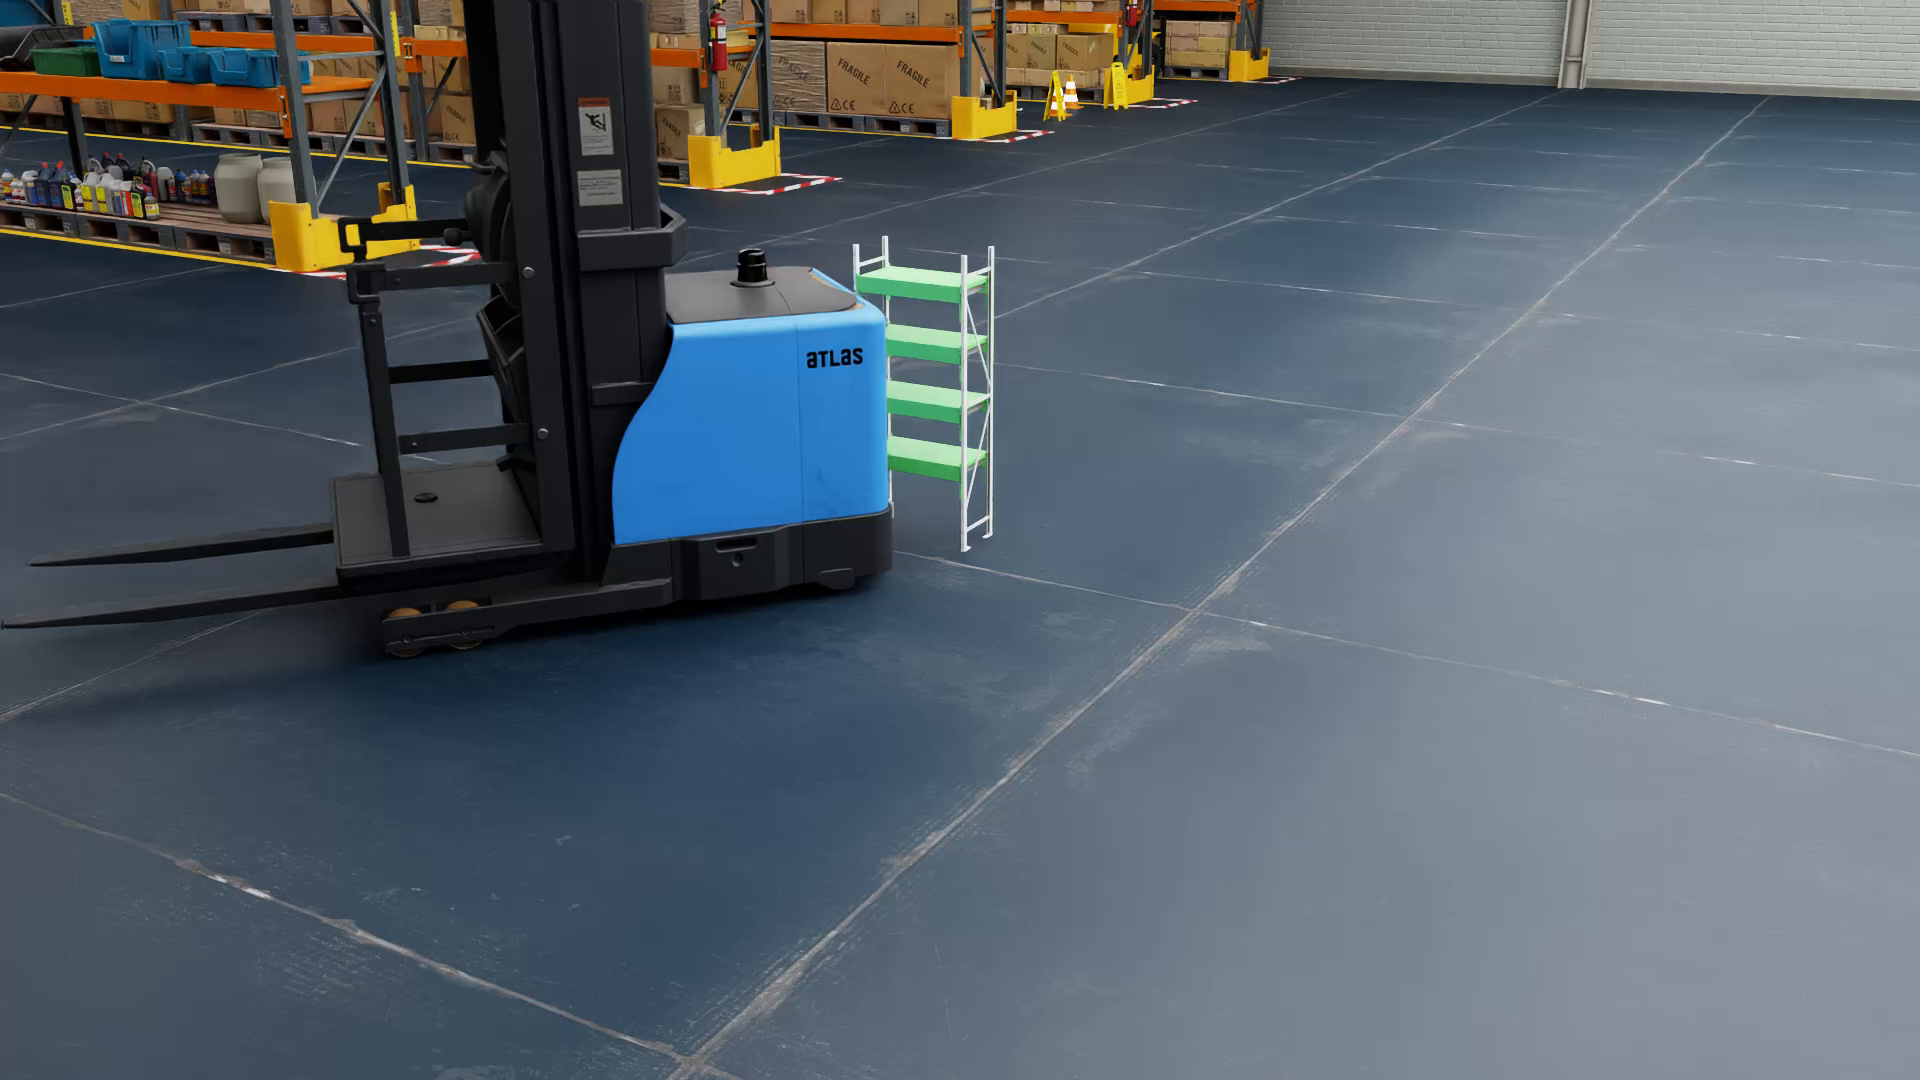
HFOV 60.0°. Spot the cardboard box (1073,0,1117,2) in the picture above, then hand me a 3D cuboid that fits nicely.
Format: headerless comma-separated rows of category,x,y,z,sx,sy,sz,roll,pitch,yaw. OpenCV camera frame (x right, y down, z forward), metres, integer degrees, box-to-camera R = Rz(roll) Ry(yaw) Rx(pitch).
cardboard box,2.007,-8.217,24.535,0.500,0.500,0.500,10,22,26

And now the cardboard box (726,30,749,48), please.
cardboard box,-2.350,-5.072,16.816,0.250,0.149,0.380,11,23,27

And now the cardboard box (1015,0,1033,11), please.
cardboard box,1.034,-8.094,25.147,0.250,0.149,0.380,11,22,27

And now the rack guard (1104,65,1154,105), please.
rack guard,2.549,-6.859,25.041,0.348,0.500,1.175,11,23,27

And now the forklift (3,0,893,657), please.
forklift,-1.829,-1.176,5.808,3.031,2.935,1.130,-7,21,-19

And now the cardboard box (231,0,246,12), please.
cardboard box,-8.175,-6.505,19.637,0.500,0.500,0.700,15,25,35

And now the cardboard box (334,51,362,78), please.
cardboard box,-9.208,-7.260,25.529,0.500,0.500,0.500,12,23,30

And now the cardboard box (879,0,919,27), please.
cardboard box,-0.547,-6.735,20.813,0.550,0.550,0.875,11,23,27

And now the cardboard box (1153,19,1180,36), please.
cardboard box,3.585,-9.022,29.289,0.500,0.250,0.500,11,23,28

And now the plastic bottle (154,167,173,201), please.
plastic bottle,-6.833,-3.053,14.233,0.135,0.276,0.152,11,23,28

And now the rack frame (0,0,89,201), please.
rack frame,-8.125,-4.262,14.216,0.127,3.000,1.000,11,23,27

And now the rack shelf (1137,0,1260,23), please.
rack shelf,3.287,-9.494,29.695,4.000,0.370,1.077,11,23,27

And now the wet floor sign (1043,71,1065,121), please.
wet floor sign,1.280,-6.009,22.484,0.232,0.644,0.267,7,21,18

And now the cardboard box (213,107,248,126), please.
cardboard box,-8.607,-5.328,20.175,0.500,0.500,0.700,10,22,24

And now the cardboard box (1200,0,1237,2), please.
cardboard box,4.475,-9.550,28.648,0.500,0.500,0.500,10,22,26

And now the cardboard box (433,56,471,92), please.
cardboard box,-7.397,-6.915,24.580,0.500,0.500,0.500,11,23,27

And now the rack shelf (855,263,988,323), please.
rack shelf,-0.145,-0.983,6.595,0.480,0.148,0.258,11,23,27

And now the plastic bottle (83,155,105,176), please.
plastic bottle,-7.493,-3.159,14.415,0.185,0.351,0.144,11,23,27

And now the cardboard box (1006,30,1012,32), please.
cardboard box,0.662,-7.757,26.167,0.500,0.500,0.500,12,23,30

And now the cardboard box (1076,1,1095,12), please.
cardboard box,1.909,-7.911,24.644,0.250,0.149,0.380,10,22,27

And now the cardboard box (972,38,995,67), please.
cardboard box,0.432,-7.593,25.716,0.500,0.500,0.500,12,23,30

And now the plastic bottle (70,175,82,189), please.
plastic bottle,-7.311,-2.884,13.772,0.097,0.271,0.097,0,20,0

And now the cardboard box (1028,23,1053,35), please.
cardboard box,1.218,-7.723,25.123,0.250,0.149,0.380,11,23,28

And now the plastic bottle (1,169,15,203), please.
plastic bottle,-8.061,-3.003,14.100,0.097,0.271,0.097,0,20,0

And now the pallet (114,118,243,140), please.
pallet,-9.853,-5.244,21.013,1.213,0.211,1.003,11,23,27

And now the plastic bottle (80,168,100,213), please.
plastic bottle,-7.087,-2.864,13.600,0.185,0.351,0.144,11,22,27

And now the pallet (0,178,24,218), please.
pallet,-8.830,-3.070,15.019,1.213,0.211,1.003,11,23,27

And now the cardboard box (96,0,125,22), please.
cardboard box,-10.186,-6.542,20.354,0.500,0.500,0.500,11,22,27

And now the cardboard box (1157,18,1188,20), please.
cardboard box,3.836,-9.179,29.722,0.500,0.250,0.500,11,22,27

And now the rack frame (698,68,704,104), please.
rack frame,-3.202,-7.196,22.305,0.127,3.000,1.000,11,23,27

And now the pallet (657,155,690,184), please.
pallet,-2.976,-3.919,17.358,1.213,0.211,1.003,11,23,27

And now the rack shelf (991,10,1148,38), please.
rack shelf,0.869,-8.016,25.619,4.000,0.370,1.077,11,23,27

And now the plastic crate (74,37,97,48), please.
plastic crate,-7.027,-4.089,13.956,0.616,0.251,0.499,11,23,27

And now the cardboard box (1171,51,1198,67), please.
cardboard box,4.039,-8.474,29.244,0.500,0.250,0.500,11,23,27

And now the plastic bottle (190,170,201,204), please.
plastic bottle,-6.450,-2.989,14.062,0.097,0.271,0.097,0,20,0

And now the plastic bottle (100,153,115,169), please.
plastic bottle,-7.422,-3.202,14.534,0.185,0.351,0.144,10,22,26

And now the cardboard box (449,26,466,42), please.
cardboard box,-5.225,-5.414,17.761,0.250,0.149,0.380,11,23,27

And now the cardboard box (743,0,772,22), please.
cardboard box,-2.383,-7.124,21.886,0.550,0.550,0.875,11,23,27

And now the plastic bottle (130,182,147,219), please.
plastic bottle,-6.561,-2.716,13.291,0.133,0.283,0.061,11,23,29

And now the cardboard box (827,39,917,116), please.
cardboard box,-1.104,-5.968,21.420,0.875,0.875,0.875,10,22,26

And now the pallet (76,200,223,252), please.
pallet,-6.490,-2.624,13.791,1.213,0.211,1.003,11,23,27

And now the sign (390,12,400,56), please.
sign,-4.361,-3.890,12.784,0.005,0.325,0.100,11,23,27

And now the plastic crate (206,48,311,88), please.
plastic crate,-5.216,-3.521,12.391,0.616,0.251,0.499,11,23,27

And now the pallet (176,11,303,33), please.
pallet,-8.528,-6.225,19.908,1.003,0.211,1.213,11,23,27

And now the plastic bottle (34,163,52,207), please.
plastic bottle,-7.623,-2.966,13.882,0.185,0.351,0.144,11,23,29

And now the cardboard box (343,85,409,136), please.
cardboard box,-6.642,-4.962,19.165,0.500,0.500,0.700,11,22,27

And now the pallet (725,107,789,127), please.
pallet,-2.577,-5.736,22.367,1.213,0.211,1.003,11,23,27

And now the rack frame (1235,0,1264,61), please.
rack frame,5.033,-9.500,28.655,0.127,3.000,1.000,11,23,27

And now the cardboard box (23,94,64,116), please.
cardboard box,-11.345,-6.017,21.553,0.875,0.875,1.225,10,22,25

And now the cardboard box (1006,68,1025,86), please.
cardboard box,0.871,-7.155,25.606,0.500,0.250,0.500,10,22,25

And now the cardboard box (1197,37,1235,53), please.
cardboard box,4.455,-8.628,28.934,0.500,0.250,0.500,10,22,27

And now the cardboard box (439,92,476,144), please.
cardboard box,-5.380,-4.680,18.419,0.500,0.500,0.500,10,22,26

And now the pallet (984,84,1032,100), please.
pallet,0.796,-7.072,26.052,1.213,0.211,1.003,11,23,27

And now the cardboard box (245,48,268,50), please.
cardboard box,-11.276,-7.782,26.611,0.250,0.149,0.380,12,23,29

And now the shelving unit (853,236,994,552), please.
shelving unit,-0.145,-0.592,6.736,0.503,1.200,0.258,11,23,27
